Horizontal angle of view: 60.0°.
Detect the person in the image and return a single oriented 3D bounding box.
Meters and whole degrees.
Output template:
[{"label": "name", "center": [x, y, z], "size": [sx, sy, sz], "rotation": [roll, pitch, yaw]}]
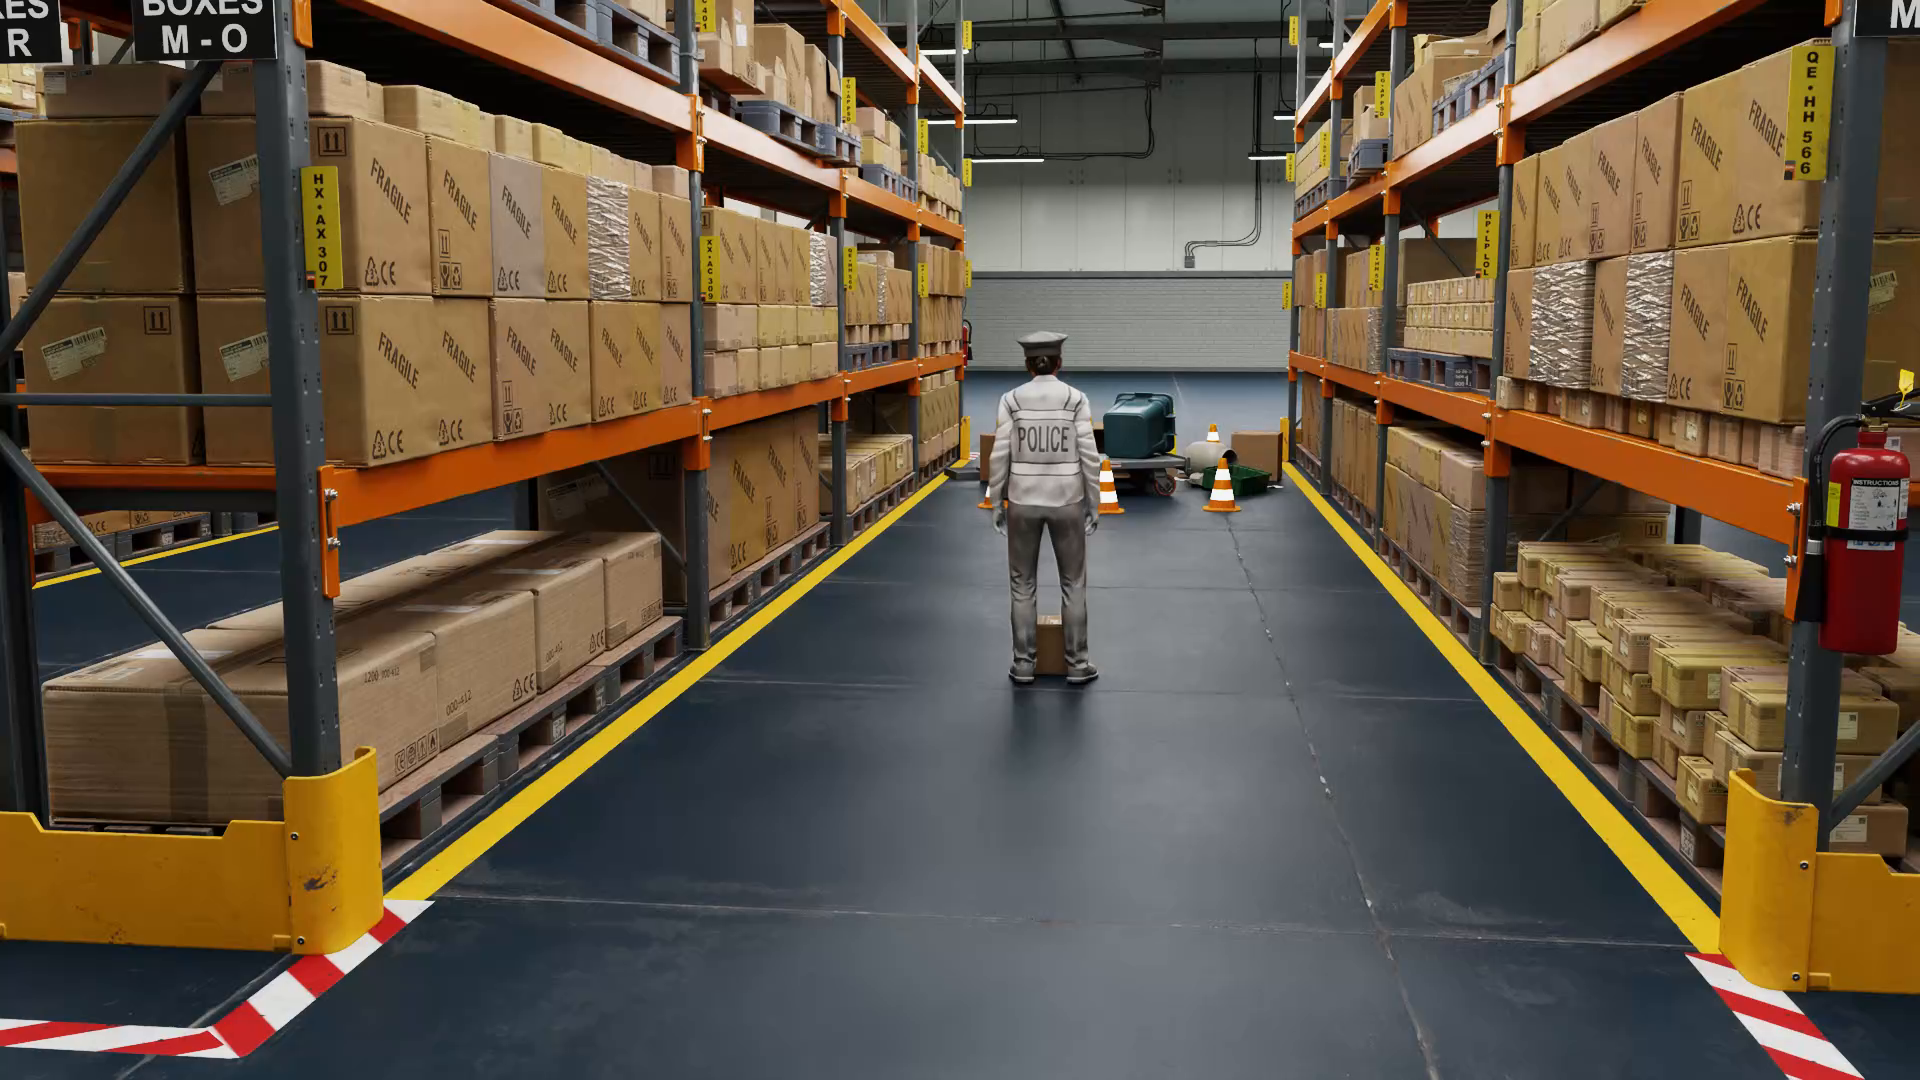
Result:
[{"label": "person", "center": [0.404, -0.151, 7.903], "size": [0.532, 1.663, 0.377], "rotation": [1, 8, 6]}]
